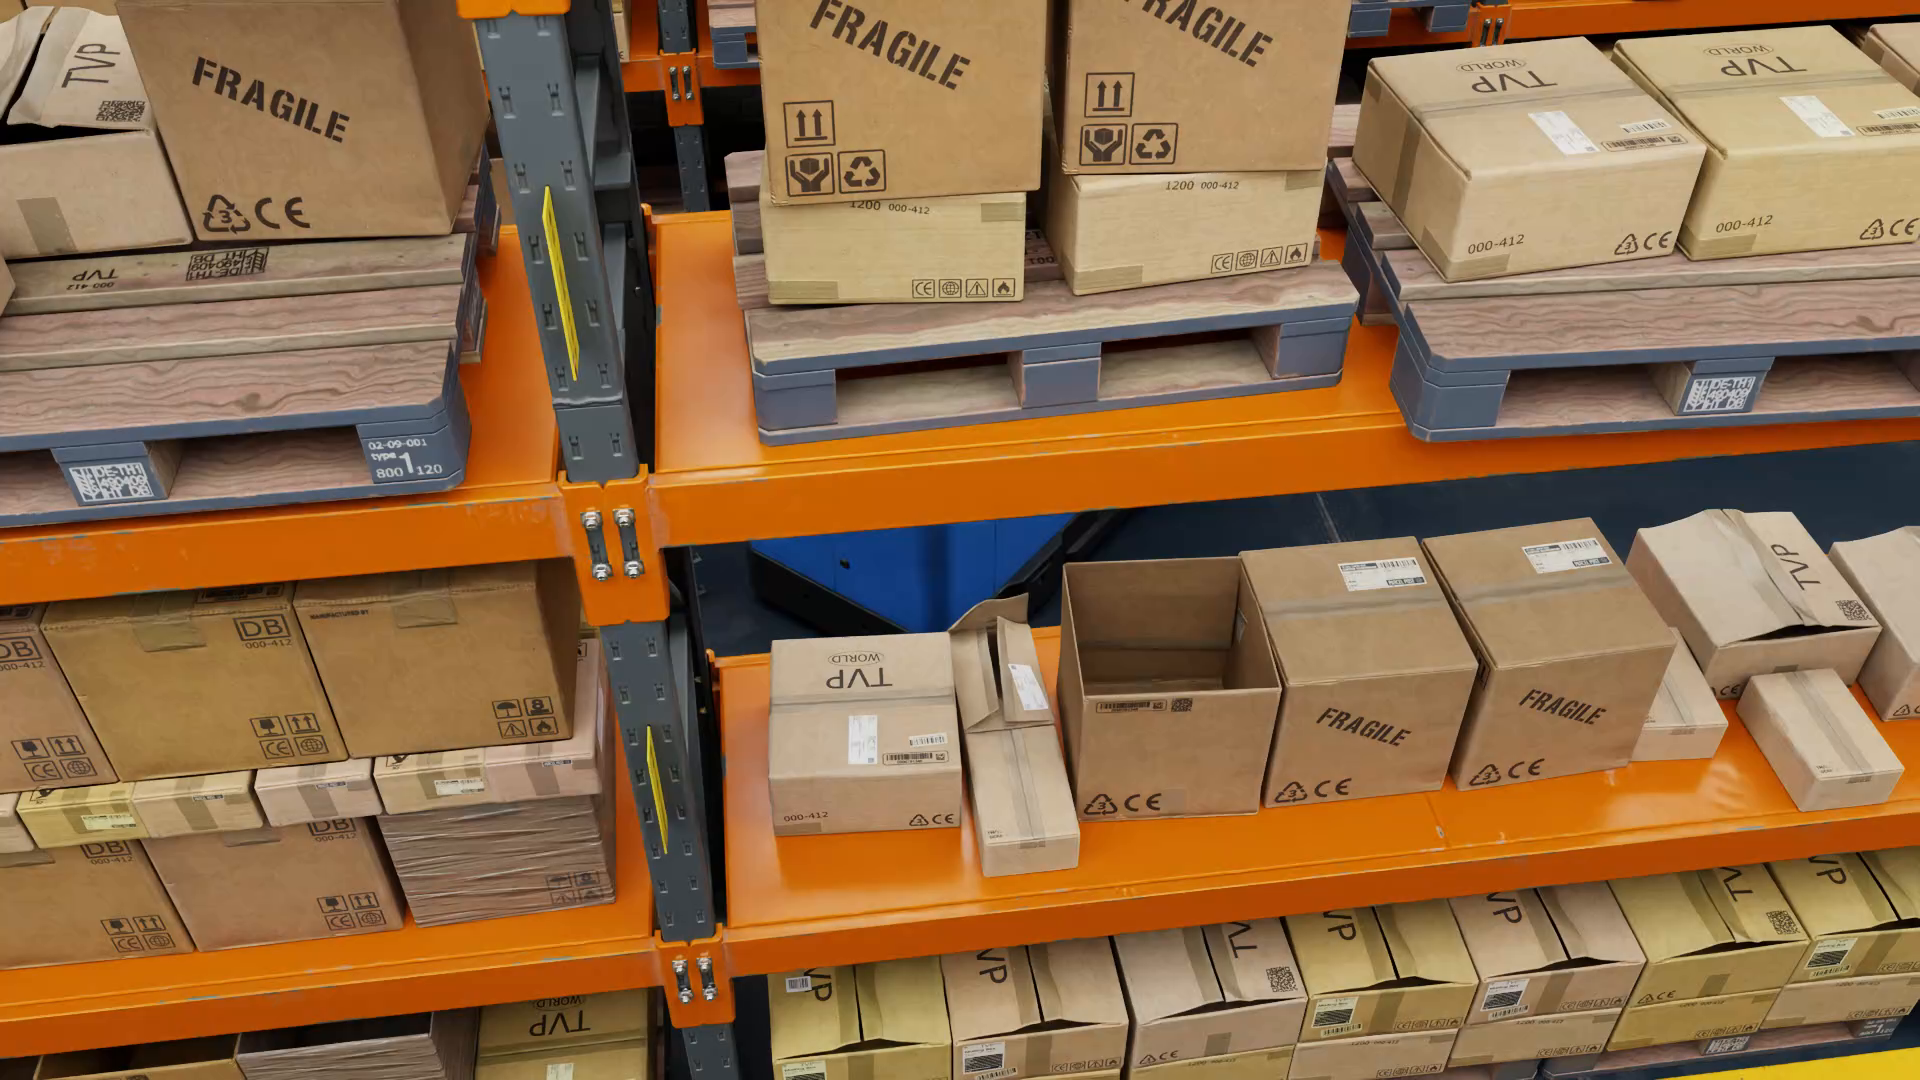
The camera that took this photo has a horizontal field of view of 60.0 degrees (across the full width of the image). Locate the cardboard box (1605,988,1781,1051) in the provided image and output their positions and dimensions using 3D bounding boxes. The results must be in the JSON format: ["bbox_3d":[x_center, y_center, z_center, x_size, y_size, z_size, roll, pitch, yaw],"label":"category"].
[{"bbox_3d":[2.222,1.312,5.295,0.500,0.250,0.500,-5,42,-6],"label":"cardboard box"}]

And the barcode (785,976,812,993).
[{"bbox_3d":[-0.437,1.202,4.499,0.075,0.075,0.001,-5,42,-6],"label":"barcode"}]

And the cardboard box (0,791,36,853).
[{"bbox_3d":[-2.245,0.537,3.857,0.250,0.149,0.380,-4,42,-4],"label":"cardboard box"}]

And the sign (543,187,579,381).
[{"bbox_3d":[-0.670,-0.427,2.799,0.005,0.325,0.100,-5,42,-6],"label":"sign"}]

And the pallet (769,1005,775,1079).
[{"bbox_3d":[-0.018,1.485,5.446,1.213,0.211,1.003,-5,42,-6],"label":"pallet"}]

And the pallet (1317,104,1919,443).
[{"bbox_3d":[1.452,-0.634,3.615,1.213,0.211,1.003,-3,42,-4],"label":"pallet"}]

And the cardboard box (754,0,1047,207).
[{"bbox_3d":[-0.127,-0.980,3.096,0.500,0.500,0.500,-5,42,-5],"label":"cardboard box"}]

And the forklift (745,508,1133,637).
[{"bbox_3d":[0.393,-1.466,6.687,1.130,2.935,3.031,26,48,26],"label":"forklift"}]

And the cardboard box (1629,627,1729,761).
[{"bbox_3d":[1.965,0.434,4.717,0.250,0.149,0.380,-2,42,-2],"label":"cardboard box"}]

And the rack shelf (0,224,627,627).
[{"bbox_3d":[-2.727,-0.134,3.456,4.000,0.370,1.077,-5,42,-6],"label":"rack shelf"}]

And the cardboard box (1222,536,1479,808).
[{"bbox_3d":[1.039,0.357,4.540,0.500,0.500,0.500,-5,42,-5],"label":"cardboard box"}]

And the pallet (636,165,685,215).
[{"bbox_3d":[-2.051,-1.633,8.903,1.213,0.211,1.003,-5,42,-6],"label":"pallet"}]

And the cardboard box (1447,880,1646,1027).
[{"bbox_3d":[1.719,1.149,5.057,0.500,0.311,0.500,-5,42,-6],"label":"cardboard box"}]

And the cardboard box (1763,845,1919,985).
[{"bbox_3d":[2.735,1.058,5.158,0.500,0.311,0.500,-4,42,-4],"label":"cardboard box"}]

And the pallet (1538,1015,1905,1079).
[{"bbox_3d":[2.401,1.273,5.681,1.213,0.211,1.003,-5,42,-6],"label":"pallet"}]

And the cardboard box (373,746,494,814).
[{"bbox_3d":[-1.231,0.448,3.955,0.250,0.149,0.380,-6,42,-6],"label":"cardboard box"}]

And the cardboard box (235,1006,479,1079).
[{"bbox_3d":[-1.673,1.347,4.696,0.500,0.500,0.500,-5,42,-6],"label":"cardboard box"}]

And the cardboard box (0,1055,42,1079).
[{"bbox_3d":[-2.662,1.446,4.587,0.500,0.500,0.500,-5,42,-6],"label":"cardboard box"}]

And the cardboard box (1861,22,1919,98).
[{"bbox_3d":[2.262,-0.888,3.553,0.500,0.250,0.500,-4,42,-4],"label":"cardboard box"}]

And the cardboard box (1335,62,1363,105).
[{"bbox_3d":[1.869,-2.235,9.027,0.500,0.500,0.700,-4,42,-5],"label":"cardboard box"}]

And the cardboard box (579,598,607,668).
[{"bbox_3d":[-1.036,0.156,4.278,0.250,0.149,0.380,-5,42,-6],"label":"cardboard box"}]

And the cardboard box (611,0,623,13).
[{"bbox_3d":[-1.819,-2.734,7.578,0.500,0.500,0.500,-5,42,-6],"label":"cardboard box"}]

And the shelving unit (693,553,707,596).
[{"bbox_3d":[-1.642,0.289,6.785,1.200,0.189,0.258,-22,46,-22],"label":"shelving unit"}]

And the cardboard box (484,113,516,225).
[{"bbox_3d":[-2.414,-1.869,8.620,0.500,0.500,0.500,-8,43,-9],"label":"cardboard box"}]

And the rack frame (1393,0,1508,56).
[{"bbox_3d":[2.576,-3.097,8.444,0.127,3.000,1.000,-5,42,-6],"label":"rack frame"}]

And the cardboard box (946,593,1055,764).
[{"bbox_3d":[0.104,0.391,4.677,0.258,0.266,0.396,-6,42,-7],"label":"cardboard box"}]

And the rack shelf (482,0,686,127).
[{"bbox_3d":[-3.373,-2.309,8.108,4.000,0.370,1.077,-5,42,-6],"label":"rack shelf"}]

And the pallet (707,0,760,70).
[{"bbox_3d":[-0.613,-2.649,8.090,1.213,0.211,1.003,-5,42,-6],"label":"pallet"}]

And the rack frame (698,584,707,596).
[{"bbox_3d":[-1.642,0.357,6.846,1.200,0.006,0.240,-22,46,-22],"label":"rack frame"}]

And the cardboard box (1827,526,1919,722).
[{"bbox_3d":[2.856,0.228,4.824,0.500,0.311,0.500,-3,42,-3],"label":"cardboard box"}]

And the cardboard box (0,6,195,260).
[{"bbox_3d":[-1.813,-0.834,3.344,0.500,0.311,0.500,-7,43,-8],"label":"cardboard box"}]

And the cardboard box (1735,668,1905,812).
[{"bbox_3d":[2.366,0.547,4.592,0.250,0.149,0.380,-5,42,-6],"label":"cardboard box"}]

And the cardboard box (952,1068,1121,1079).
[{"bbox_3d":[0.195,1.491,5.097,0.500,0.250,0.500,-4,42,-4],"label":"cardboard box"}]

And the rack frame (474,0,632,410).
[{"bbox_3d":[-0.744,-1.688,2.403,0.127,3.000,1.000,-5,42,-6],"label":"rack frame"}]

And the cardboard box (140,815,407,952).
[{"bbox_3d":[-1.705,0.595,4.276,0.500,0.500,0.700,-5,42,-6],"label":"cardboard box"}]

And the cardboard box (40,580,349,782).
[{"bbox_3d":[-1.684,0.108,3.847,0.500,0.500,0.700,-5,42,-6],"label":"cardboard box"}]

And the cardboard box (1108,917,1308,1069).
[{"bbox_3d":[0.708,1.240,4.956,0.500,0.311,0.500,-6,42,-7],"label":"cardboard box"}]

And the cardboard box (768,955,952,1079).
[{"bbox_3d":[-0.302,1.326,4.861,0.500,0.311,0.500,-5,42,-5],"label":"cardboard box"}]

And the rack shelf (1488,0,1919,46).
[{"bbox_3d":[4.559,-3.004,8.878,4.000,0.370,1.077,-5,42,-6],"label":"rack shelf"}]

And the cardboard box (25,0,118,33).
[{"bbox_3d":[-3.839,-2.552,7.377,0.500,0.500,0.500,-6,42,-7],"label":"cardboard box"}]

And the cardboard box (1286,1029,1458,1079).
[{"bbox_3d":[1.213,1.400,5.197,0.500,0.250,0.500,-4,42,-5],"label":"cardboard box"}]

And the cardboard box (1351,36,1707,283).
[{"bbox_3d":[1.160,-0.800,3.456,0.500,0.250,0.500,-8,43,-9],"label":"cardboard box"}]

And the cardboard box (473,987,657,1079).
[{"bbox_3d":[-1.175,1.590,4.987,0.500,0.250,0.500,-5,42,-6],"label":"cardboard box"}]

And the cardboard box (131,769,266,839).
[{"bbox_3d":[-1.751,0.495,3.902,0.250,0.149,0.380,-5,42,-6],"label":"cardboard box"}]

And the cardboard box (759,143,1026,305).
[{"bbox_3d":[-0.132,-0.722,3.370,0.500,0.250,0.500,-1,42,-1],"label":"cardboard box"}]

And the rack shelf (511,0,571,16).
[{"bbox_3d":[1.239,-1.446,2.970,4.000,0.370,1.077,-5,42,-6],"label":"rack shelf"}]

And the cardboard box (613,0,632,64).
[{"bbox_3d":[-1.820,-2.459,7.834,0.500,0.250,0.500,-5,42,-5],"label":"cardboard box"}]

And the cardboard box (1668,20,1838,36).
[{"bbox_3d":[4.192,-2.504,9.078,0.750,0.750,0.750,-5,42,-6],"label":"cardboard box"}]
